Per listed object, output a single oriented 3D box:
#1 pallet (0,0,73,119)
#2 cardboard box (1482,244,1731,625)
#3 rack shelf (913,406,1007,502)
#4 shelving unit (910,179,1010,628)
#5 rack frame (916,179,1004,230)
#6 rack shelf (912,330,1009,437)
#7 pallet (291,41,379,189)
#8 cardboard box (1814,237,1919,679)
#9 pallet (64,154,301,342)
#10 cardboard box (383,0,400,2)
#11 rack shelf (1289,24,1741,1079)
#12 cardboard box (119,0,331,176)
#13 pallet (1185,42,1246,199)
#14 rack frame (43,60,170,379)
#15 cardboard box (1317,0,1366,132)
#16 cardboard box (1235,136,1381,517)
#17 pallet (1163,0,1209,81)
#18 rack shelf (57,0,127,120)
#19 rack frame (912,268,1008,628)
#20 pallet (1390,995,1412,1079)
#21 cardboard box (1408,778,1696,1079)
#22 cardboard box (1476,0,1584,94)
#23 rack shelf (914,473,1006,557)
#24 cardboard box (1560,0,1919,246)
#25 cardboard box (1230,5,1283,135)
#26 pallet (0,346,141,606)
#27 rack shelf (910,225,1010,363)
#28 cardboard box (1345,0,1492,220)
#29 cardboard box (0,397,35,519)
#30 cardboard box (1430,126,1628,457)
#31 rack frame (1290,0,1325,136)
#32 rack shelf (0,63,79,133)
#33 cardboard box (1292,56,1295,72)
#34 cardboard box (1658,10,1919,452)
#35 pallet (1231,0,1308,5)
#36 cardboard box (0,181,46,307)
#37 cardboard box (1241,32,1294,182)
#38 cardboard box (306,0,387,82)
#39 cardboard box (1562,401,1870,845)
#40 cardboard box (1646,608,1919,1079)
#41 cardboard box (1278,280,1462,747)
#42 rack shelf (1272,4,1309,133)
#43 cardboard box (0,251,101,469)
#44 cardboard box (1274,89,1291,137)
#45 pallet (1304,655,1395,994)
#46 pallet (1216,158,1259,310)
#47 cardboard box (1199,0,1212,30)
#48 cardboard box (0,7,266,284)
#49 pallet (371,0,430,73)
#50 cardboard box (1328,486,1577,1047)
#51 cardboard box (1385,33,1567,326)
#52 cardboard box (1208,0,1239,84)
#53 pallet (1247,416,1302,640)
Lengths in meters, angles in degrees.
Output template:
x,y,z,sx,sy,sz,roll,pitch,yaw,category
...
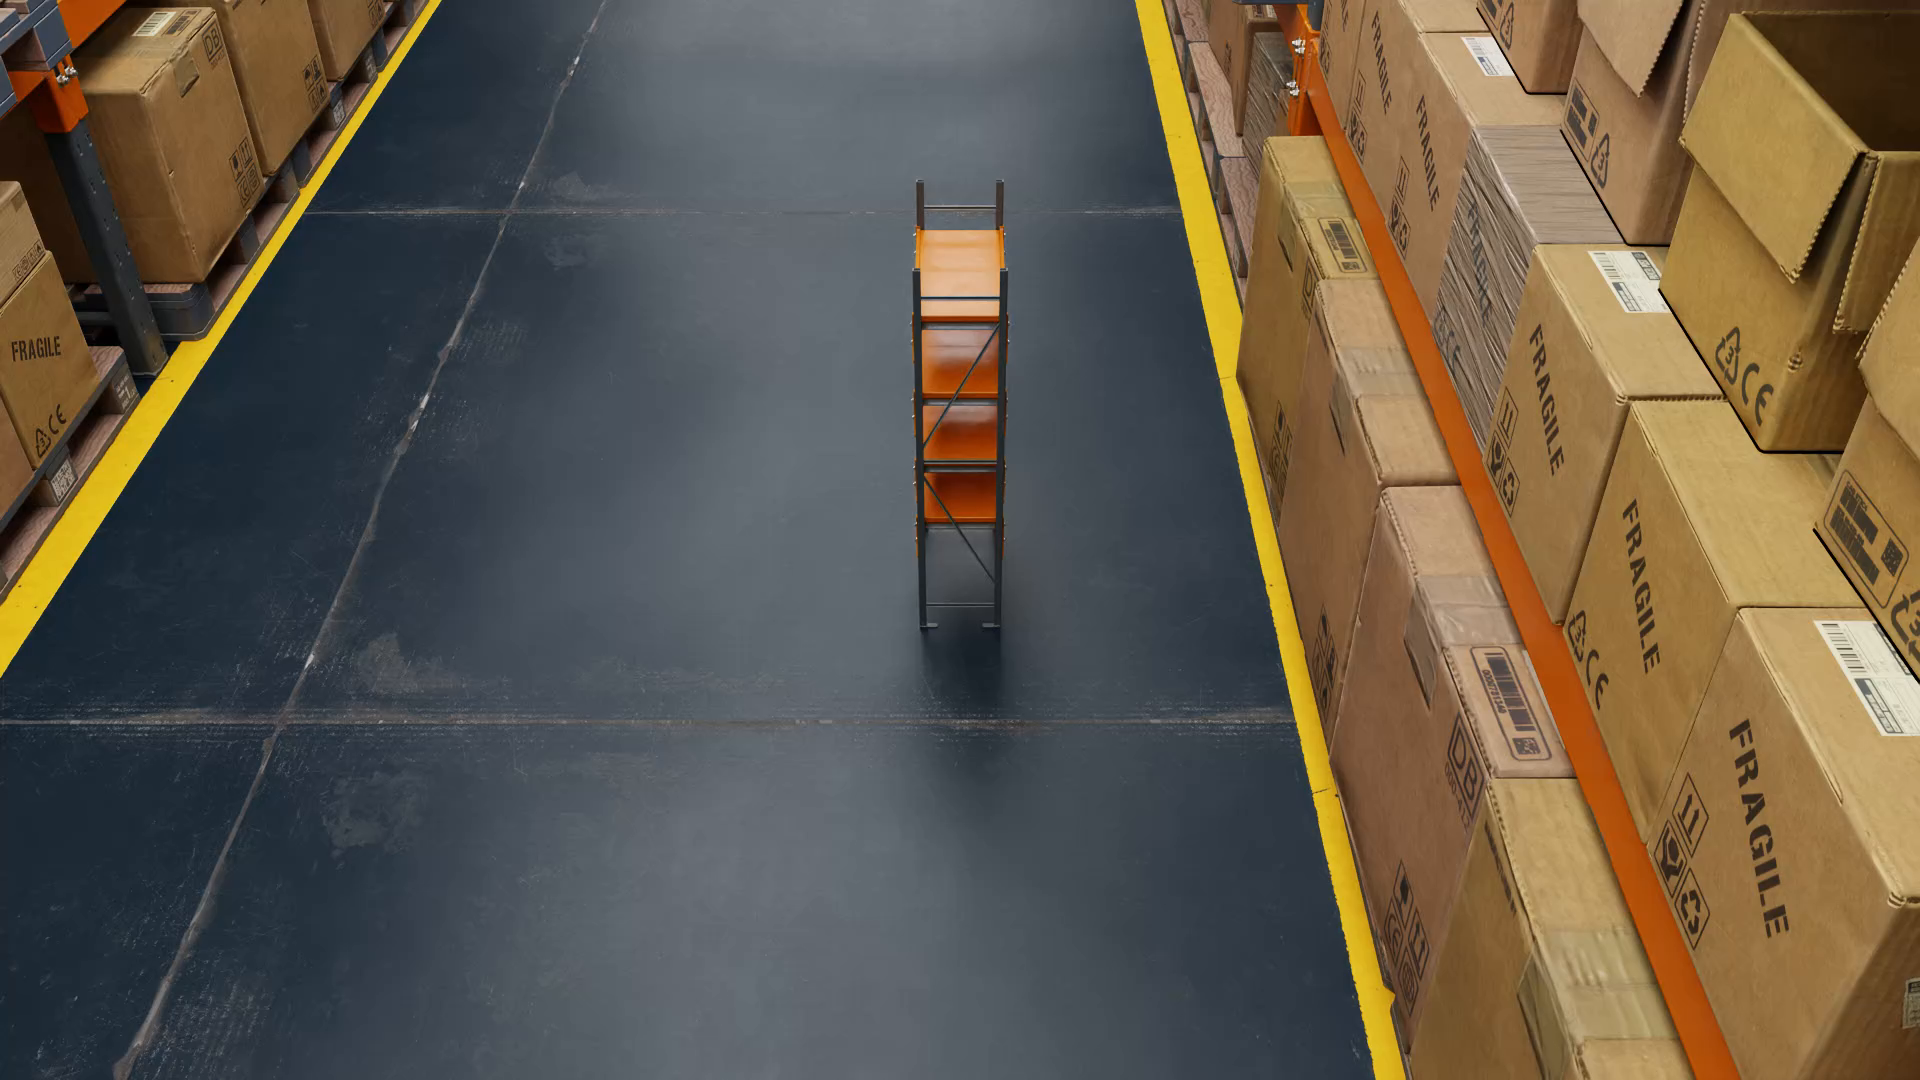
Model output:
x,y,z,sx,sy,sz,roll,pitch,yaw,category
-3.277,-1.269,4.589,1.213,0.211,1.003,0,39,0,pallet
1.306,-0.196,3.016,0.500,0.500,0.500,0,39,-1,cardboard box
0.000,-0.312,4.788,0.258,0.148,0.480,0,39,0,rack shelf
0.000,-0.365,4.746,0.258,1.200,0.503,0,39,0,shelving unit
0.000,-0.517,4.936,0.240,1.200,0.015,0,39,0,rack frame
0.000,-0.487,4.648,0.258,0.148,0.480,0,39,0,rack shelf
-3.308,-1.956,7.522,1.003,0.211,1.213,0,39,0,pallet
1.571,-0.059,2.042,0.797,0.503,0.637,-1,39,-1,cardboard box
-3.310,-1.195,6.572,1.003,0.211,1.213,0,39,0,pallet
-3.298,-3.189,8.294,1.050,0.750,0.750,0,39,0,cardboard box
1.578,-0.199,3.675,1.077,0.370,4.000,0,39,0,rack shelf
-3.299,-2.003,6.814,1.050,0.750,0.750,1,39,1,cardboard box
1.578,-1.892,7.442,1.003,0.211,1.213,0,39,0,pallet
-3.384,-1.790,5.085,1.000,3.000,0.127,0,39,0,rack frame
1.304,-1.465,4.600,0.500,0.500,0.500,1,39,1,cardboard box
1.556,-0.633,5.005,1.225,0.875,0.875,-2,39,-2,cardboard box
1.574,-2.657,8.396,1.003,0.211,1.213,0,39,0,pallet
-3.387,-2.760,6.870,1.077,0.370,4.000,0,39,0,rack shelf
0.000,-0.212,4.555,0.240,1.200,0.015,0,39,0,rack frame
1.504,1.377,3.363,1.003,0.211,1.213,0,39,0,pallet
1.560,1.036,2.922,1.225,0.875,0.875,0,39,0,cardboard box
1.558,-1.296,3.586,0.797,0.503,0.637,1,39,1,cardboard box
0.000,-0.157,4.912,0.258,0.148,0.480,0,39,0,rack shelf
1.566,-0.877,3.063,0.797,0.503,0.637,1,39,1,cardboard box
1.534,-2.047,7.053,0.700,0.500,0.500,3,39,4,cardboard box
-3.385,-0.213,5.347,1.003,0.211,1.213,0,39,0,pallet
0.000,-0.671,4.500,0.258,0.148,0.480,0,39,0,rack shelf
1.307,-1.143,4.197,0.500,0.500,0.500,-1,39,-1,cardboard box
-3.125,-0.242,4.817,0.500,0.500,0.500,1,39,2,cardboard box
1.310,-0.510,3.407,0.500,0.500,0.500,0,39,0,cardboard box
1.576,-1.730,5.010,1.000,3.000,0.127,0,39,0,rack frame
-3.382,-0.258,3.749,1.077,0.370,4.000,0,39,0,rack shelf
1.534,-1.970,6.357,0.500,0.250,0.500,4,39,5,cardboard box
1.582,-0.488,2.578,0.797,0.503,0.637,0,39,0,cardboard box
1.468,-2.101,5.626,1.213,0.211,1.003,0,39,0,pallet
-3.121,-0.843,4.967,0.500,0.250,0.500,-1,39,-1,cardboard box
1.542,-1.692,6.610,0.700,0.500,0.500,-3,39,-4,cardboard box
-3.301,-2.586,7.541,1.050,0.750,0.750,0,39,0,cardboard box
1.313,0.130,2.609,0.500,0.500,0.500,1,39,1,cardboard box
1.307,0.440,2.222,0.500,0.500,0.500,0,39,0,cardboard box
1.549,-0.076,4.309,1.225,0.875,0.875,0,39,0,cardboard box
1.573,-2.700,6.796,1.077,0.370,4.000,0,39,0,rack shelf
-3.122,-0.567,5.222,0.500,0.500,0.500,0,39,0,cardboard box
1.555,-1.345,6.177,0.700,0.500,0.500,-2,39,-2,cardboard box
1.500,0.612,4.317,1.003,0.211,1.213,0,39,0,pallet
1.576,-1.131,6.492,1.003,0.211,1.213,0,39,0,pallet
1.532,-2.746,7.924,0.700,0.500,0.500,0,39,0,cardboard box
-3.295,-1.457,6.132,1.050,0.750,0.750,-1,39,-1,cardboard box
-3.313,-2.721,8.476,1.003,0.211,1.213,0,39,0,pallet
1.558,0.477,3.619,1.225,0.875,0.875,-1,39,-2,cardboard box
1.311,-0.822,3.797,0.500,0.500,0.500,-1,39,-1,cardboard box
1.533,-2.396,7.488,0.700,0.500,0.500,-3,39,-4,cardboard box
1.501,-0.149,5.267,1.003,0.211,1.213,0,39,0,pallet
